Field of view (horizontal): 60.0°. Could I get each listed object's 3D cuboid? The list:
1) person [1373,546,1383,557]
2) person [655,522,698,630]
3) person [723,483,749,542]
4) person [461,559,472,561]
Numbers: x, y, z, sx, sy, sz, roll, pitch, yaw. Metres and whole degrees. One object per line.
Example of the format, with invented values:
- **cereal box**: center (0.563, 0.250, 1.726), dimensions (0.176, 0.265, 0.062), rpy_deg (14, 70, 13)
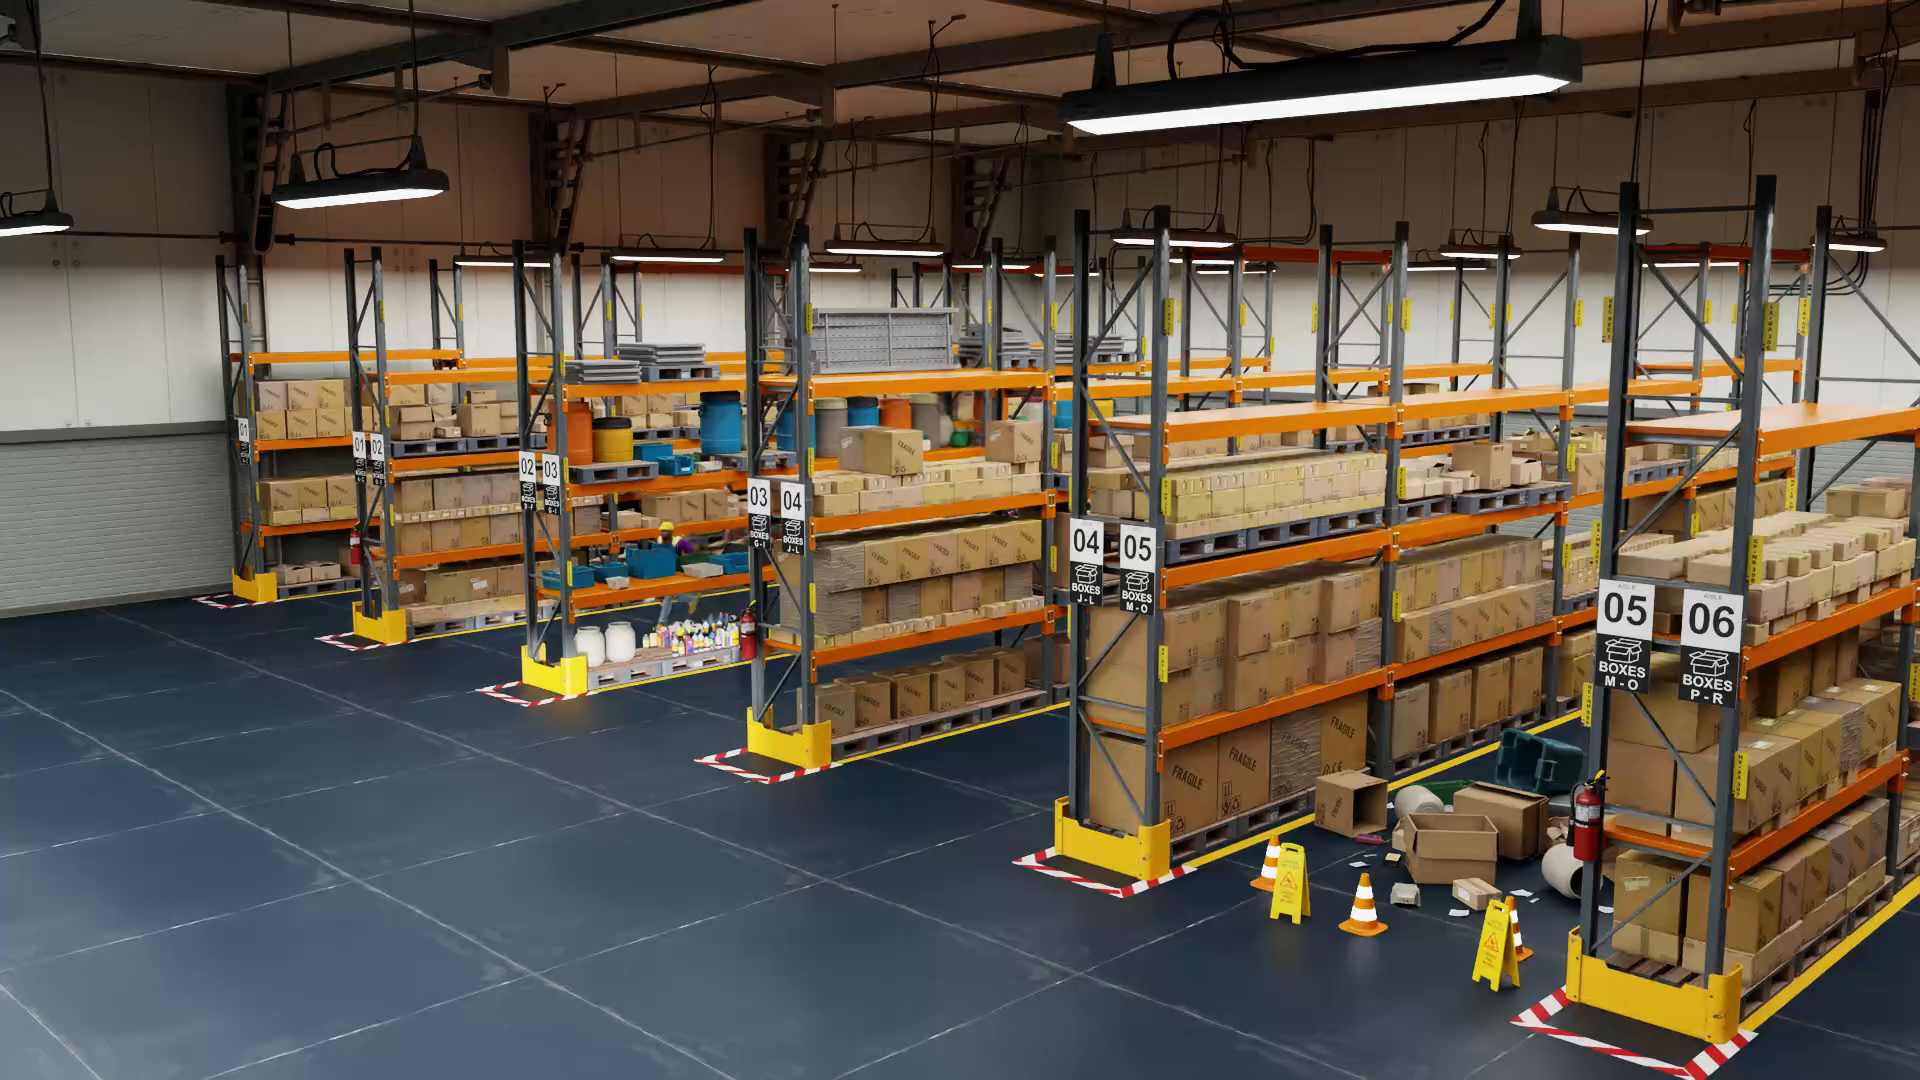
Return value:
- **person**: center (6.423, 0.764, 25.154), dimensions (0.584, 1.731, 0.661), rpy_deg (-7, 11, -42)
- **person**: center (-4.561, 0.550, 26.608), dimensions (0.700, 1.753, 1.098), rpy_deg (5, 10, 32)
- **person**: center (-4.481, -0.374, 33.616), dimensions (0.786, 1.614, 0.555), rpy_deg (-8, 11, -44)
- **person**: center (-8.691, 0.175, 29.319), dimensions (0.598, 1.743, 0.779), rpy_deg (4, 9, 25)
